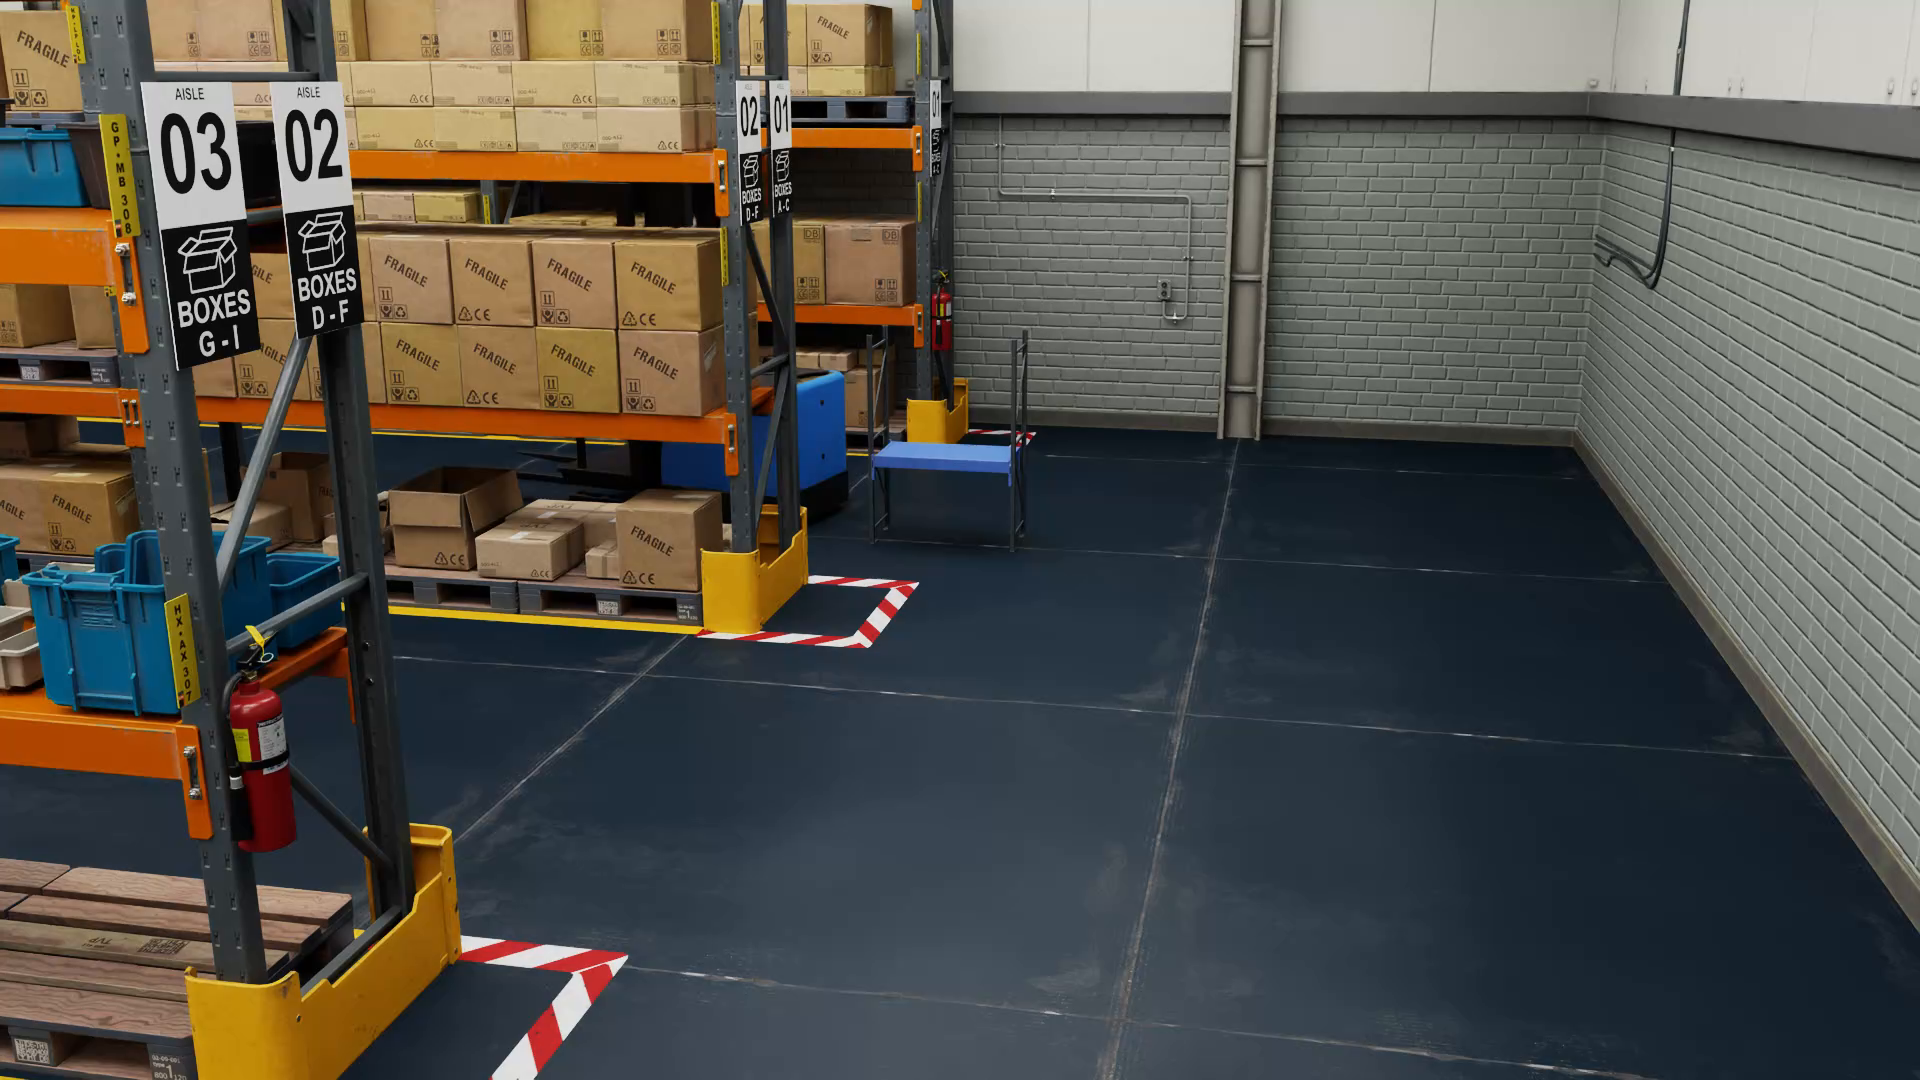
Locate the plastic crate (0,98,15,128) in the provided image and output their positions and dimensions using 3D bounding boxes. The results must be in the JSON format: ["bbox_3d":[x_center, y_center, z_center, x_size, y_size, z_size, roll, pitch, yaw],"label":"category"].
[{"bbox_3d":[-3.633,-1.308,5.593,0.767,0.338,0.504,3,16,11],"label":"plastic crate"}]

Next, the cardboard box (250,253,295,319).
[{"bbox_3d":[-4.208,-1.652,10.276,0.500,0.500,0.500,3,16,9],"label":"cardboard box"}]

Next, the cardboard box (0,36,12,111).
[{"bbox_3d":[-6.258,-3.068,10.668,0.600,0.600,0.600,3,16,10],"label":"cardboard box"}]

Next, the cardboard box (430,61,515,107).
[{"bbox_3d":[-2.733,-2.664,9.716,0.500,0.250,0.500,3,16,11],"label":"cardboard box"}]

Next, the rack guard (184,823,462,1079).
[{"bbox_3d":[-2.164,1.463,5.774,0.348,0.500,1.175,3,16,11],"label":"rack guard"}]

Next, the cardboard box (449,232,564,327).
[{"bbox_3d":[-2.695,-1.570,9.980,0.500,0.500,0.500,4,16,13],"label":"cardboard box"}]

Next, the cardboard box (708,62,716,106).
[{"bbox_3d":[-1.651,-2.745,10.007,0.500,0.250,0.500,3,16,11],"label":"cardboard box"}]

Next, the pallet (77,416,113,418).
[{"bbox_3d":[-8.821,-1.455,16.849,1.213,0.211,1.003,3,16,11],"label":"pallet"}]

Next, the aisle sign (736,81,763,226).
[{"bbox_3d":[-1.194,-2.204,9.460,0.004,0.787,0.394,3,16,11],"label":"aisle sign"}]

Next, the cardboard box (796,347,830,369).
[{"bbox_3d":[-1.335,-1.625,14.920,0.250,0.149,0.380,4,16,13],"label":"cardboard box"}]

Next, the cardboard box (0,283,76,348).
[{"bbox_3d":[-6.226,-1.602,11.183,0.500,0.500,0.700,6,16,20],"label":"cardboard box"}]

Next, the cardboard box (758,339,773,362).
[{"bbox_3d":[-1.751,-1.752,15.378,0.250,0.149,0.380,3,16,12],"label":"cardboard box"}]

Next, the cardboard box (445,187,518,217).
[{"bbox_3d":[-4.535,-3.199,15.735,0.500,0.250,0.500,4,16,13],"label":"cardboard box"}]

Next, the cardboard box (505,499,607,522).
[{"bbox_3d":[-2.656,-0.078,10.982,0.500,0.250,0.500,3,16,11],"label":"cardboard box"}]

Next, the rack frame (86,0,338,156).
[{"bbox_3d":[-2.191,-2.631,4.632,0.127,3.000,1.000,3,16,11],"label":"rack frame"}]

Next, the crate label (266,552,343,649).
[{"bbox_3d":[-2.367,0.213,5.805,0.303,0.233,0.416,3,16,11],"label":"crate label"}]

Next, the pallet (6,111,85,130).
[{"bbox_3d":[-5.745,-2.656,10.694,1.003,0.211,1.213,3,16,11],"label":"pallet"}]

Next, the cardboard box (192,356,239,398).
[{"bbox_3d":[-4.674,-1.198,10.509,0.500,0.500,0.500,4,16,13],"label":"cardboard box"}]

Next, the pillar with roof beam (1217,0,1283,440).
[{"bbox_3d":[1.744,-4.179,10.220,0.400,9.000,9.100,3,16,11],"label":"pillar with roof beam"}]

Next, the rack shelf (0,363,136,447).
[{"bbox_3d":[-7.080,-1.008,11.358,4.000,0.370,1.077,3,16,11],"label":"rack shelf"}]

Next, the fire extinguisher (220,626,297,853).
[{"bbox_3d":[-2.133,0.604,5.034,0.183,0.674,0.296,3,16,11],"label":"fire extinguisher"}]

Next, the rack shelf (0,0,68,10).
[{"bbox_3d":[-10.016,-5.215,16.057,4.000,0.370,1.077,3,16,11],"label":"rack shelf"}]

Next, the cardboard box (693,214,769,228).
[{"bbox_3d":[-2.179,-2.579,15.121,0.700,0.700,0.980,2,16,8],"label":"cardboard box"}]

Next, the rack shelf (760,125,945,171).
[{"bbox_3d":[-2.176,-3.536,14.868,4.000,0.370,1.077,3,16,11],"label":"rack shelf"}]

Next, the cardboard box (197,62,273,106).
[{"bbox_3d":[-4.202,-2.745,10.008,0.500,0.250,0.500,3,16,11],"label":"cardboard box"}]

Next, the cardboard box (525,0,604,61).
[{"bbox_3d":[-2.180,-3.082,9.822,0.500,0.500,0.700,3,16,11],"label":"cardboard box"}]

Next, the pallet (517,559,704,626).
[{"bbox_3d":[-2.056,0.263,10.649,1.213,0.211,1.003,3,16,11],"label":"pallet"}]

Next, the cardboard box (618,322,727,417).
[{"bbox_3d":[-1.693,-1.036,9.925,0.500,0.500,0.500,4,16,13],"label":"cardboard box"}]

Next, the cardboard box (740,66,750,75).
[{"bbox_3d":[-2.008,-3.978,14.423,0.500,0.250,0.500,3,16,9],"label":"cardboard box"}]

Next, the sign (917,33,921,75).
[{"bbox_3d":[-0.338,-4.024,13.771,0.005,0.325,0.100,3,16,11],"label":"sign"}]

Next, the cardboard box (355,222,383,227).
[{"bbox_3d":[-4.070,-1.792,10.783,0.500,0.500,0.500,3,16,10],"label":"cardboard box"}]

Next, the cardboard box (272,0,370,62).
[{"bbox_3d":[-3.683,-3.119,9.953,0.500,0.500,0.700,3,16,11],"label":"cardboard box"}]

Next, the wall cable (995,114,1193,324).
[{"bbox_3d":[1.227,-3.000,15.300,1.851,1.984,0.084,3,16,11],"label":"wall cable"}]

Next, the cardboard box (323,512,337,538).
[{"bbox_3d":[-4.125,-0.126,11.343,0.250,0.149,0.380,3,16,11],"label":"cardboard box"}]

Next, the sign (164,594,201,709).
[{"bbox_3d":[-2.284,0.327,4.888,0.005,0.325,0.100,3,16,11],"label":"sign"}]

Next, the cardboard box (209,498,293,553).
[{"bbox_3d":[-4.751,-0.085,10.893,0.500,0.311,0.500,3,16,11],"label":"cardboard box"}]

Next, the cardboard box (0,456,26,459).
[{"bbox_3d":[-6.558,-0.399,11.671,0.500,0.500,0.500,3,16,12],"label":"cardboard box"}]

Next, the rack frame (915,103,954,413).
[{"bbox_3d":[-0.216,-2.331,14.788,0.127,3.000,1.000,3,16,11],"label":"rack frame"}]

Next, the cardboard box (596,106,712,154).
[{"bbox_3d":[-1.756,-2.367,9.579,0.500,0.250,0.500,3,16,11],"label":"cardboard box"}]

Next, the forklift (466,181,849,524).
[{"bbox_3d":[-2.423,-1.703,12.648,3.031,2.935,1.130,7,17,23],"label":"forklift"}]

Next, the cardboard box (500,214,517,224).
[{"bbox_3d":[-4.537,-2.835,15.827,0.500,0.500,0.500,3,16,9],"label":"cardboard box"}]

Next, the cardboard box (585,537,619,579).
[{"bbox_3d":[-2.161,0.109,10.464,0.250,0.166,0.380,3,16,11],"label":"cardboard box"}]

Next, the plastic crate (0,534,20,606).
[{"bbox_3d":[-3.657,0.143,6.058,0.300,0.233,0.416,3,16,11],"label":"plastic crate"}]

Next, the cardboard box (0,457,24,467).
[{"bbox_3d":[-6.634,-0.262,11.176,0.500,0.500,0.500,3,16,12],"label":"cardboard box"}]

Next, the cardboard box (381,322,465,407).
[{"bbox_3d":[-3.184,-1.117,10.219,0.500,0.500,0.500,3,16,10],"label":"cardboard box"}]

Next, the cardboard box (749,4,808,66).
[{"bbox_3d":[-1.476,-4.313,14.228,0.500,0.500,0.500,4,16,13],"label":"cardboard box"}]

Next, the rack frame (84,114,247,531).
[{"bbox_3d":[-5.120,-1.248,10.878,0.127,3.000,1.000,3,16,11],"label":"rack frame"}]

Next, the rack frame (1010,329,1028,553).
[{"bbox_3d":[0.415,-0.700,11.711,0.032,1.500,0.500,3,16,11],"label":"rack frame"}]

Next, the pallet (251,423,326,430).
[{"bbox_3d":[-6.106,-1.286,16.238,1.213,0.211,1.003,3,16,11],"label":"pallet"}]

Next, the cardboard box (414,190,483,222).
[{"bbox_3d":[-4.645,-3.064,15.249,0.500,0.250,0.500,4,16,12],"label":"cardboard box"}]

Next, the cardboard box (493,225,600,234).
[{"bbox_3d":[-2.585,-1.711,10.491,0.500,0.500,0.500,3,16,12],"label":"cardboard box"}]

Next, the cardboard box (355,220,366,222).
[{"bbox_3d":[-5.631,-2.757,15.545,0.500,0.500,0.500,3,16,11],"label":"cardboard box"}]

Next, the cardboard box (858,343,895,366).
[{"bbox_3d":[-0.760,-1.698,15.184,0.250,0.149,0.380,3,16,11],"label":"cardboard box"}]

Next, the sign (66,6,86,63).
[{"bbox_3d":[-5.227,-2.987,9.831,0.005,0.325,0.100,3,16,11],"label":"sign"}]

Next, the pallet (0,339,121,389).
[{"bbox_3d":[-5.881,-1.226,11.160,1.213,0.211,1.003,3,16,11],"label":"pallet"}]

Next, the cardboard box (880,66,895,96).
[{"bbox_3d":[-0.883,-4.058,14.711,0.500,0.250,0.500,4,16,14],"label":"cardboard box"}]

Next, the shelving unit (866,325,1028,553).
[{"bbox_3d":[-0.084,-0.727,11.808,1.048,1.500,0.538,3,16,11],"label":"shelving unit"}]

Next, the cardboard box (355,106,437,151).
[{"bbox_3d":[-3.223,-2.450,9.880,0.500,0.250,0.500,3,16,11],"label":"cardboard box"}]

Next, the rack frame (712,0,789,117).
[{"bbox_3d":[-1.200,-3.926,9.309,0.127,3.000,1.000,3,16,11],"label":"rack frame"}]
